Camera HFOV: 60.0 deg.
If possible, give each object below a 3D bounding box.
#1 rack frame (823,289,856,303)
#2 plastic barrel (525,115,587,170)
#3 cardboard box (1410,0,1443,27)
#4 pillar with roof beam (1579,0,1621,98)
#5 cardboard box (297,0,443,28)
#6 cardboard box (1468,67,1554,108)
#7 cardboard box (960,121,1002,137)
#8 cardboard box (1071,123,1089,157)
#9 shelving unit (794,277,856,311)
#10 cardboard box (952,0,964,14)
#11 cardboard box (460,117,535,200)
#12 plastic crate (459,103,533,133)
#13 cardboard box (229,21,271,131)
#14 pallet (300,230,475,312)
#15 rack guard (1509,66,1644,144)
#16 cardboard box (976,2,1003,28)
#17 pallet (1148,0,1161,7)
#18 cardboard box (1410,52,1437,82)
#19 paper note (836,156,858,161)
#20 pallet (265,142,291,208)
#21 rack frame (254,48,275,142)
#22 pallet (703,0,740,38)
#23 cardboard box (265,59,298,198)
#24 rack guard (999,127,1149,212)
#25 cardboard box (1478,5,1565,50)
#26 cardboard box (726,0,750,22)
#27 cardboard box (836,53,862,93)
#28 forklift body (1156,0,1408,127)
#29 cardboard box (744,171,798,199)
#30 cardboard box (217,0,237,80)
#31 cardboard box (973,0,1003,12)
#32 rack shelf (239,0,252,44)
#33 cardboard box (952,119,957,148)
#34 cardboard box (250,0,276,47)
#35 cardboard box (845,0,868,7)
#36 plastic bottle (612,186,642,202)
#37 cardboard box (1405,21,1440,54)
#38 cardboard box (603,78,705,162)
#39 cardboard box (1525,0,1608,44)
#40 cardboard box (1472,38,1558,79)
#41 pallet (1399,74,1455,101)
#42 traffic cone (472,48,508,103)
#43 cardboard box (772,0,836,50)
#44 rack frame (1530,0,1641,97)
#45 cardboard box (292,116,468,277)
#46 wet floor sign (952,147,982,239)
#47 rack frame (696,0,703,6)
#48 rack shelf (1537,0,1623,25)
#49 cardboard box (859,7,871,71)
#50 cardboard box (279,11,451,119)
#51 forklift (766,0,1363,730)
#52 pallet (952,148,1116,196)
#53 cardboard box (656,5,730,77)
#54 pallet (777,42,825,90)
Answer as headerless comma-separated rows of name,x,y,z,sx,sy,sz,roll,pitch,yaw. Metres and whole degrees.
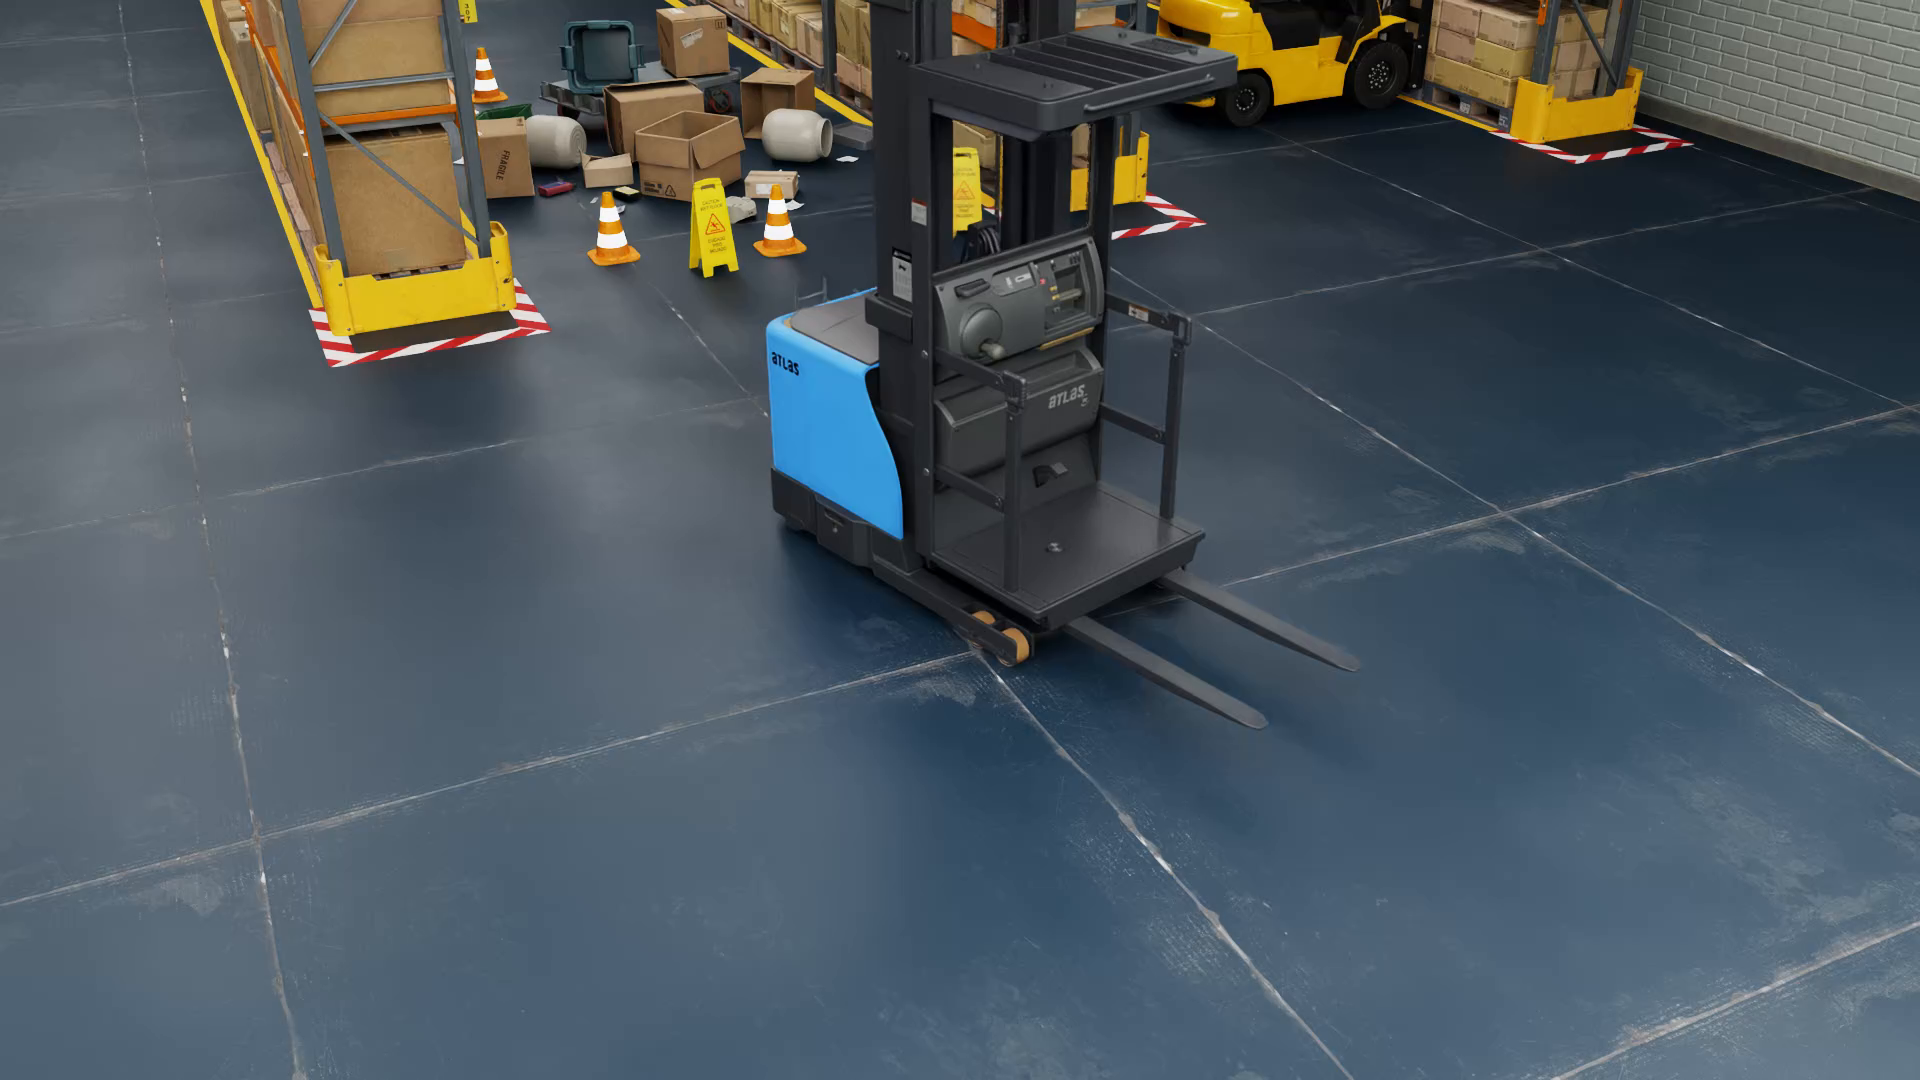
rack frame,-0.589,-0.764,8.526,0.200,1.050,0.008,-24,35,-36
plastic barrel,-3.366,-3.263,13.636,0.512,0.421,0.421,7,30,13
cardboard box,4.457,-4.930,15.334,0.500,0.250,0.500,-13,32,-21
pillar with roof beam,2.014,-7.136,11.775,9.100,9.000,0.400,-13,32,-22
cardboard box,-3.646,-3.507,10.180,0.875,0.550,0.550,-13,32,-22
cardboard box,4.900,-4.052,14.790,0.500,0.250,0.500,-13,32,-22
cardboard box,0.326,-3.493,13.027,0.500,0.500,0.500,-13,32,-22
cardboard box,0.809,-3.281,13.416,0.500,0.250,0.500,-13,32,-22
shelving unit,-0.670,-0.806,8.607,0.215,1.050,0.252,-24,35,-36
cardboard box,0.114,-4.207,12.943,0.380,0.149,0.250,-13,32,-21
cardboard box,-3.646,-3.006,13.097,0.500,0.500,0.500,-8,30,-13
plastic crate,-3.981,-3.562,14.352,0.450,0.188,0.662,-7,28,9
cardboard box,-5.587,-4.023,14.228,1.050,0.750,0.750,-13,32,-22
pallet,-3.936,-1.919,11.457,1.003,0.211,1.213,-13,32,-22
rack guard,5.397,-3.826,14.561,1.175,0.500,0.348,-13,32,-22
cardboard box,0.343,-3.982,12.541,0.380,0.149,0.250,-13,32,-23
pallet,2.791,-6.334,19.330,1.003,0.211,1.213,-13,32,-22
cardboard box,4.488,-4.496,15.583,0.500,0.250,0.500,-13,32,-21
paper note,-0.939,-3.193,13.913,0.148,0.019,0.142,26,38,38
pallet,-4.983,-2.997,13.379,1.003,0.211,1.213,-13,32,-22
rack frame,-5.239,-4.566,13.325,1.000,3.000,0.127,-13,32,-22
pallet,-2.195,-5.855,18.475,1.003,0.211,1.213,-13,32,-22
cardboard box,-4.642,-3.132,12.512,0.875,0.875,0.875,-13,32,-22
rack guard,0.873,-2.826,12.778,1.175,0.500,0.348,-13,32,-22
cardboard box,4.908,-4.484,14.540,0.500,0.250,0.500,-12,31,-20
cardboard box,-1.971,-5.878,17.922,0.950,0.372,0.625,-14,32,-23
cardboard box,-0.802,-4.316,15.262,0.500,0.250,0.500,-15,32,-24
forklift body,2.925,-5.011,14.987,2.313,2.155,1.214,-13,32,-22
cardboard box,-1.481,-2.794,13.080,0.380,0.149,0.250,2,29,4
cardboard box,-6.398,-4.861,15.723,1.050,0.750,0.750,-13,32,-21
cardboard box,0.424,-4.238,12.334,0.500,0.500,0.500,-14,32,-23
rack shelf,-6.098,-5.135,15.077,1.077,0.370,4.000,-13,32,-22
cardboard box,0.100,-3.398,13.624,0.500,0.250,0.500,-13,32,-22
cardboard box,-4.688,-3.969,12.108,0.875,0.550,0.550,-13,32,-22
cardboard box,-0.803,-4.858,14.799,0.380,0.149,0.250,-13,32,-21
plastic bottle,-2.628,-2.718,13.035,0.283,0.061,0.133,26,38,38
cardboard box,4.449,-4.725,15.481,0.500,0.250,0.500,-14,32,-23
cardboard box,-2.544,-3.509,13.854,0.797,0.637,0.503,-13,32,-22
cardboard box,5.352,-4.599,14.743,0.500,0.250,0.500,-14,32,-23
cardboard box,4.896,-4.278,14.683,0.500,0.250,0.500,-14,32,-23
pallet,4.501,-4.577,16.197,1.003,0.211,1.213,-13,32,-22
traffic cone,-4.451,-4.369,15.567,0.336,0.463,0.334,-13,32,-22
cardboard box,-1.351,-5.235,16.776,0.950,0.372,0.625,-11,31,-19
rack frame,5.387,-4.926,13.969,1.000,3.000,0.127,-13,32,-22
cardboard box,-3.873,-2.341,11.100,0.875,0.875,0.875,-13,32,-22
wet floor sign,0.021,-2.547,12.133,0.267,0.644,0.232,-3,29,-5
rack frame,-2.529,-7.417,18.409,1.000,3.000,0.127,-13,32,-22
rack shelf,4.528,-5.496,15.720,1.077,0.370,4.000,-13,32,-22
cardboard box,-0.562,-4.409,14.661,0.500,0.500,0.500,-12,31,-20
cardboard box,-3.722,-3.018,10.413,0.875,0.550,0.550,-13,32,-22
forklift,0.410,-1.008,7.050,1.130,2.935,3.031,-24,37,-35
pallet,0.556,-3.066,13.502,1.003,0.211,1.213,-13,32,-22
cardboard box,-2.406,-4.503,14.994,0.500,0.500,0.500,-13,32,-22
pallet,-1.147,-4.777,16.553,1.003,0.211,1.213,-13,32,-22
